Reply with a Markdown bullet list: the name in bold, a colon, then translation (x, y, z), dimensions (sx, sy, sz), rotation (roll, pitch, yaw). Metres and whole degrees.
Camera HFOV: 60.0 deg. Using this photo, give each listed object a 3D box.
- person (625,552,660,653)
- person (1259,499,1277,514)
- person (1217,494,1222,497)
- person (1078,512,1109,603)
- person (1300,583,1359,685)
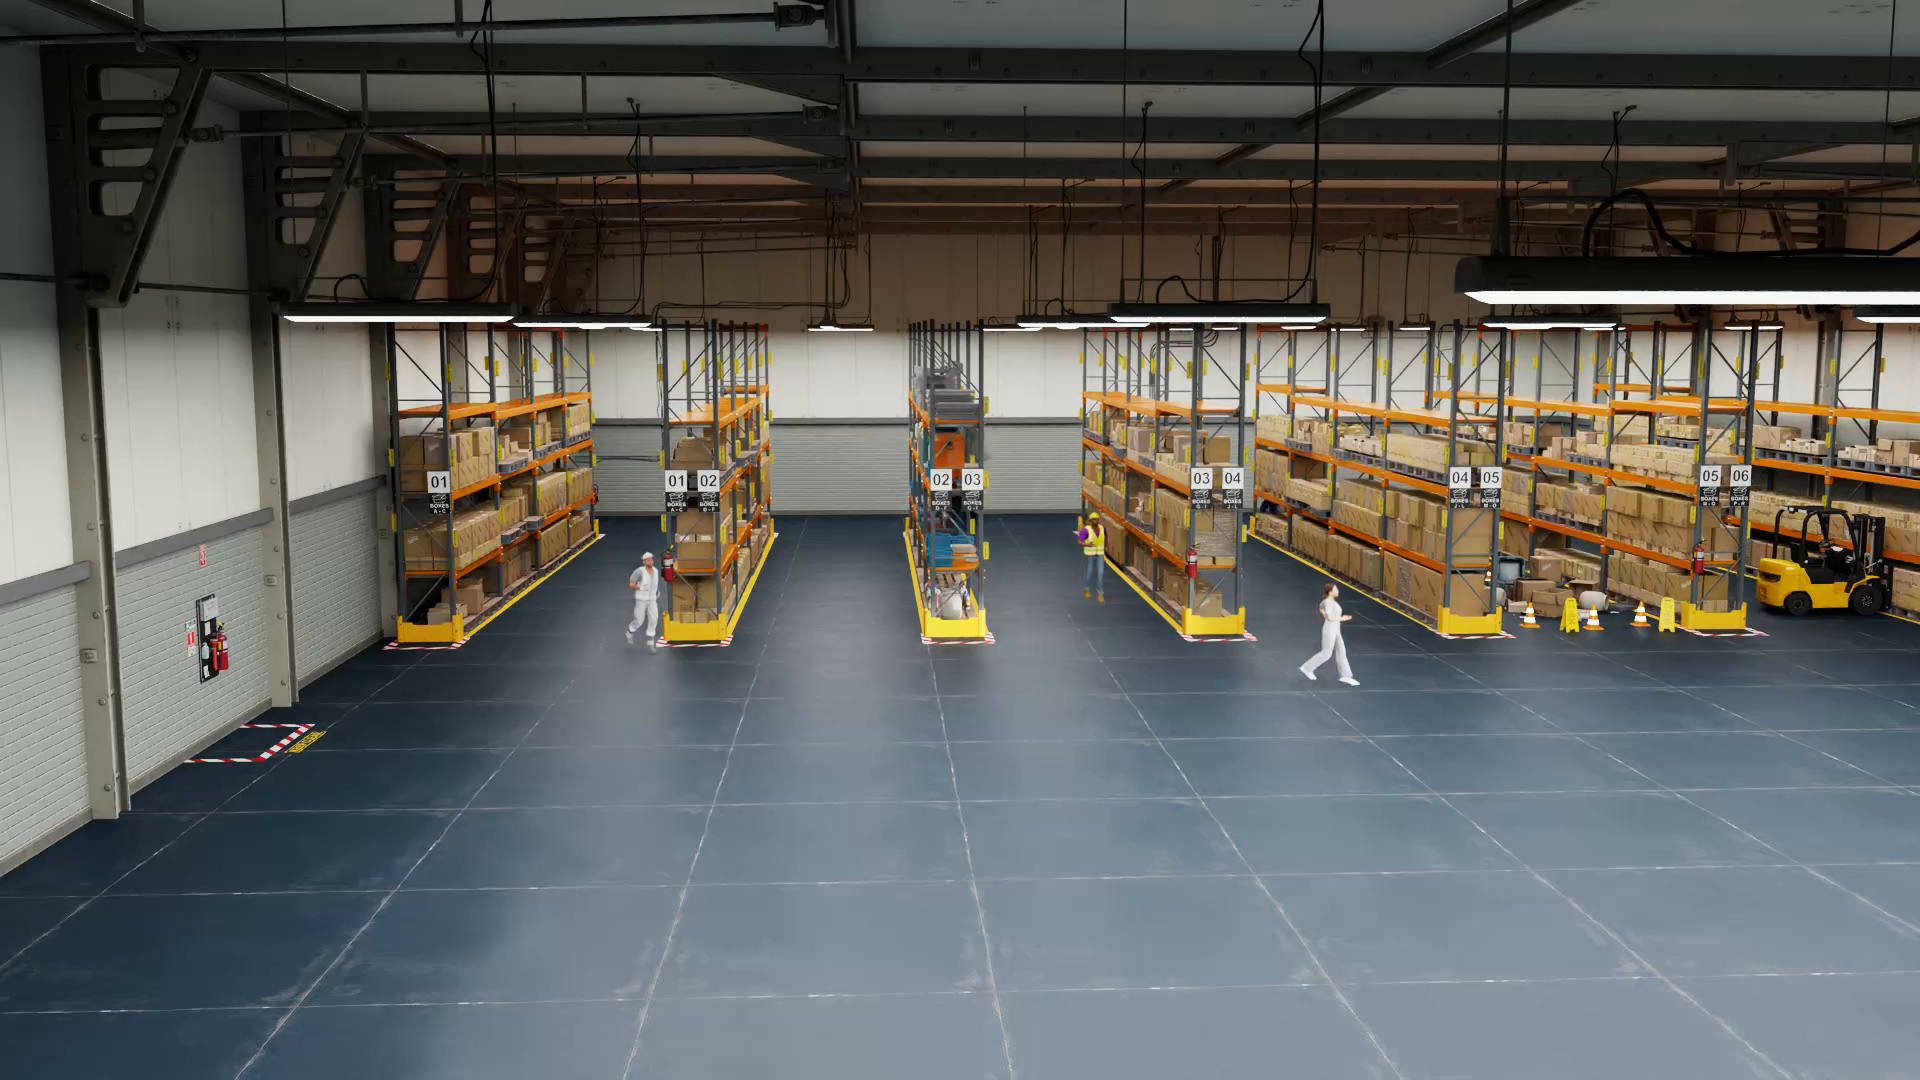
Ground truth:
- **person**: translation (-5.704, 1.111, 30.189), dimensions (0.664, 1.792, 0.915), rotation (-6, 9, -40)
- **person**: translation (9.182, -1.133, 49.069), dimensions (0.831, 1.671, 0.603), rotation (-1, 7, -7)
- **person**: translation (7.214, -0.912, 47.087), dimensions (0.726, 1.677, 0.863), rotation (1, 7, 9)
- **person**: translation (2.736, 0.340, 34.077), dimensions (0.689, 1.823, 0.831), rotation (-2, 7, -13)
- **person**: translation (6.049, 1.523, 27.149), dimensions (0.951, 1.673, 0.565), rotation (3, 8, 21)
